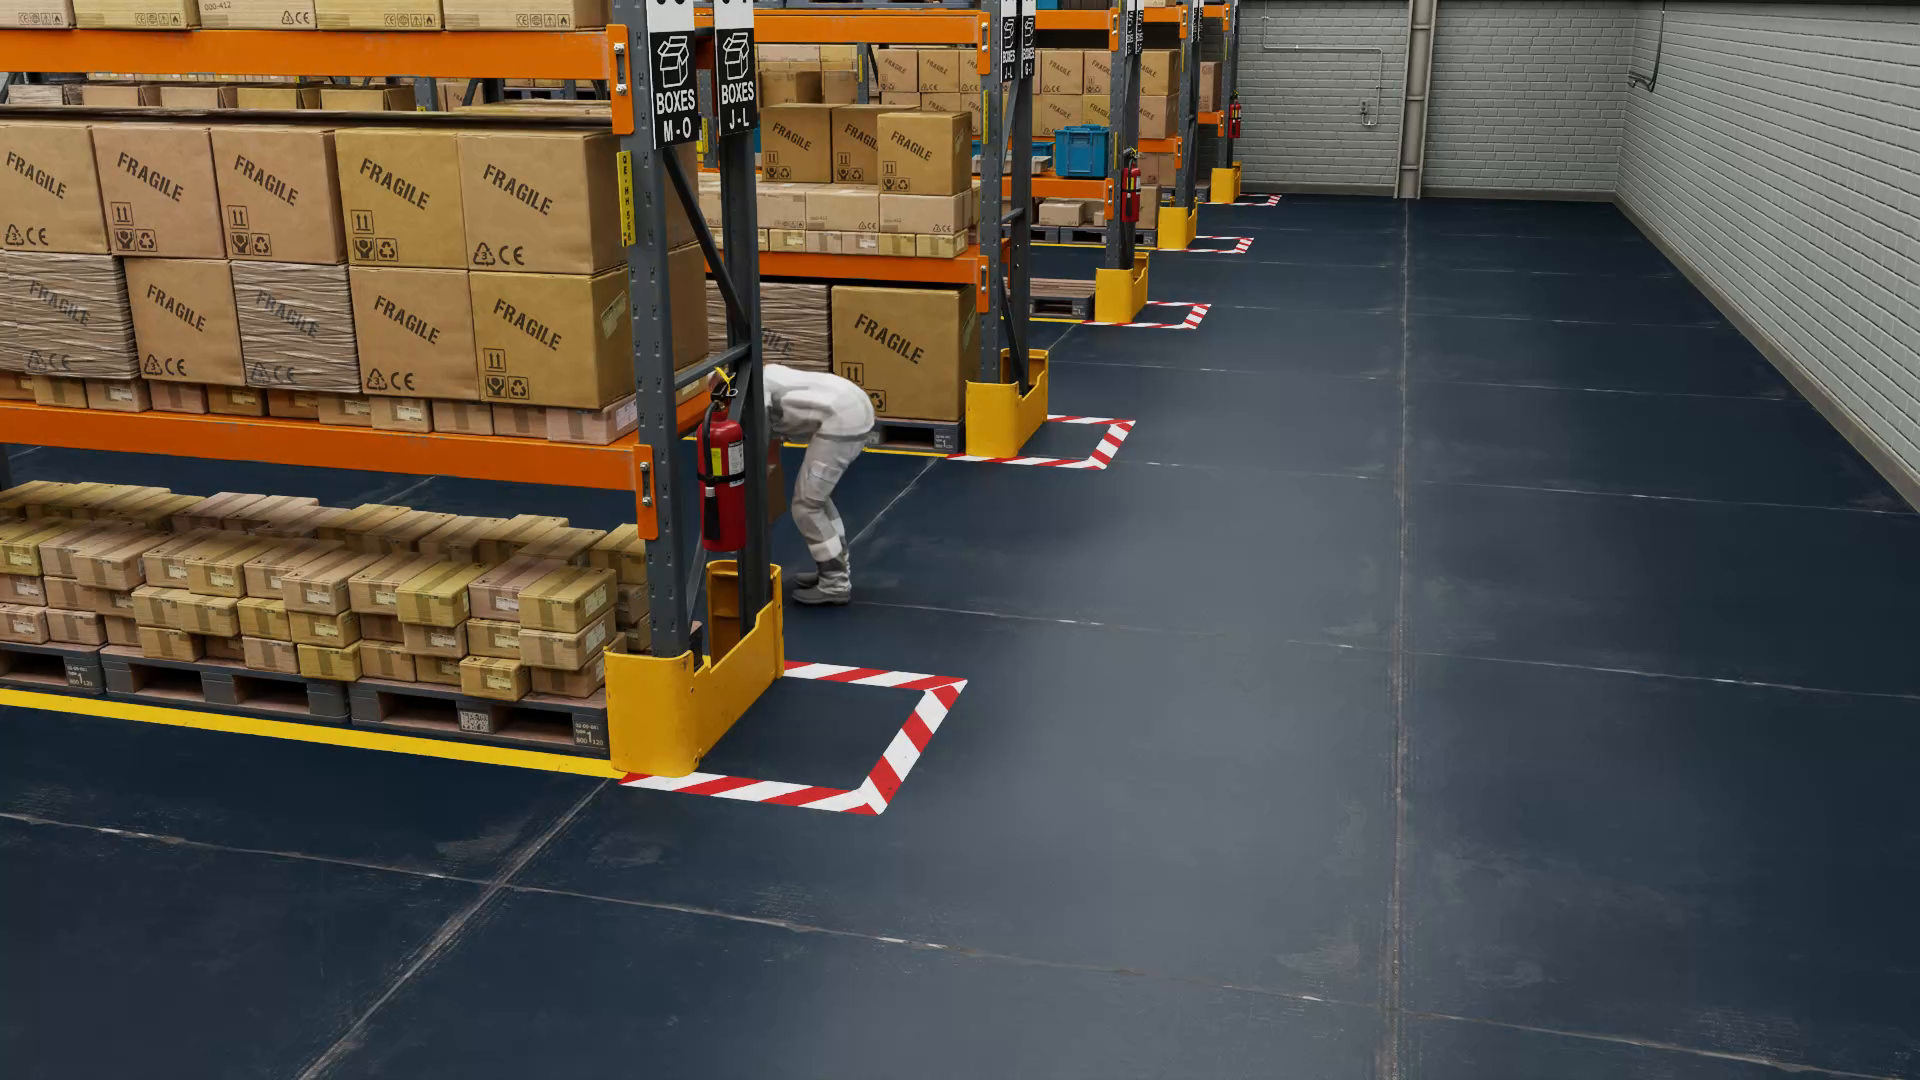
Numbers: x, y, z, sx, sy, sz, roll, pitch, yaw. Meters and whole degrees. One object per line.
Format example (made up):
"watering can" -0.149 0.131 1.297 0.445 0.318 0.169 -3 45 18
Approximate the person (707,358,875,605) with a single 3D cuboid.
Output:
"person" -0.899 -0.310 8.380 0.949 1.218 0.488 2 18 5
